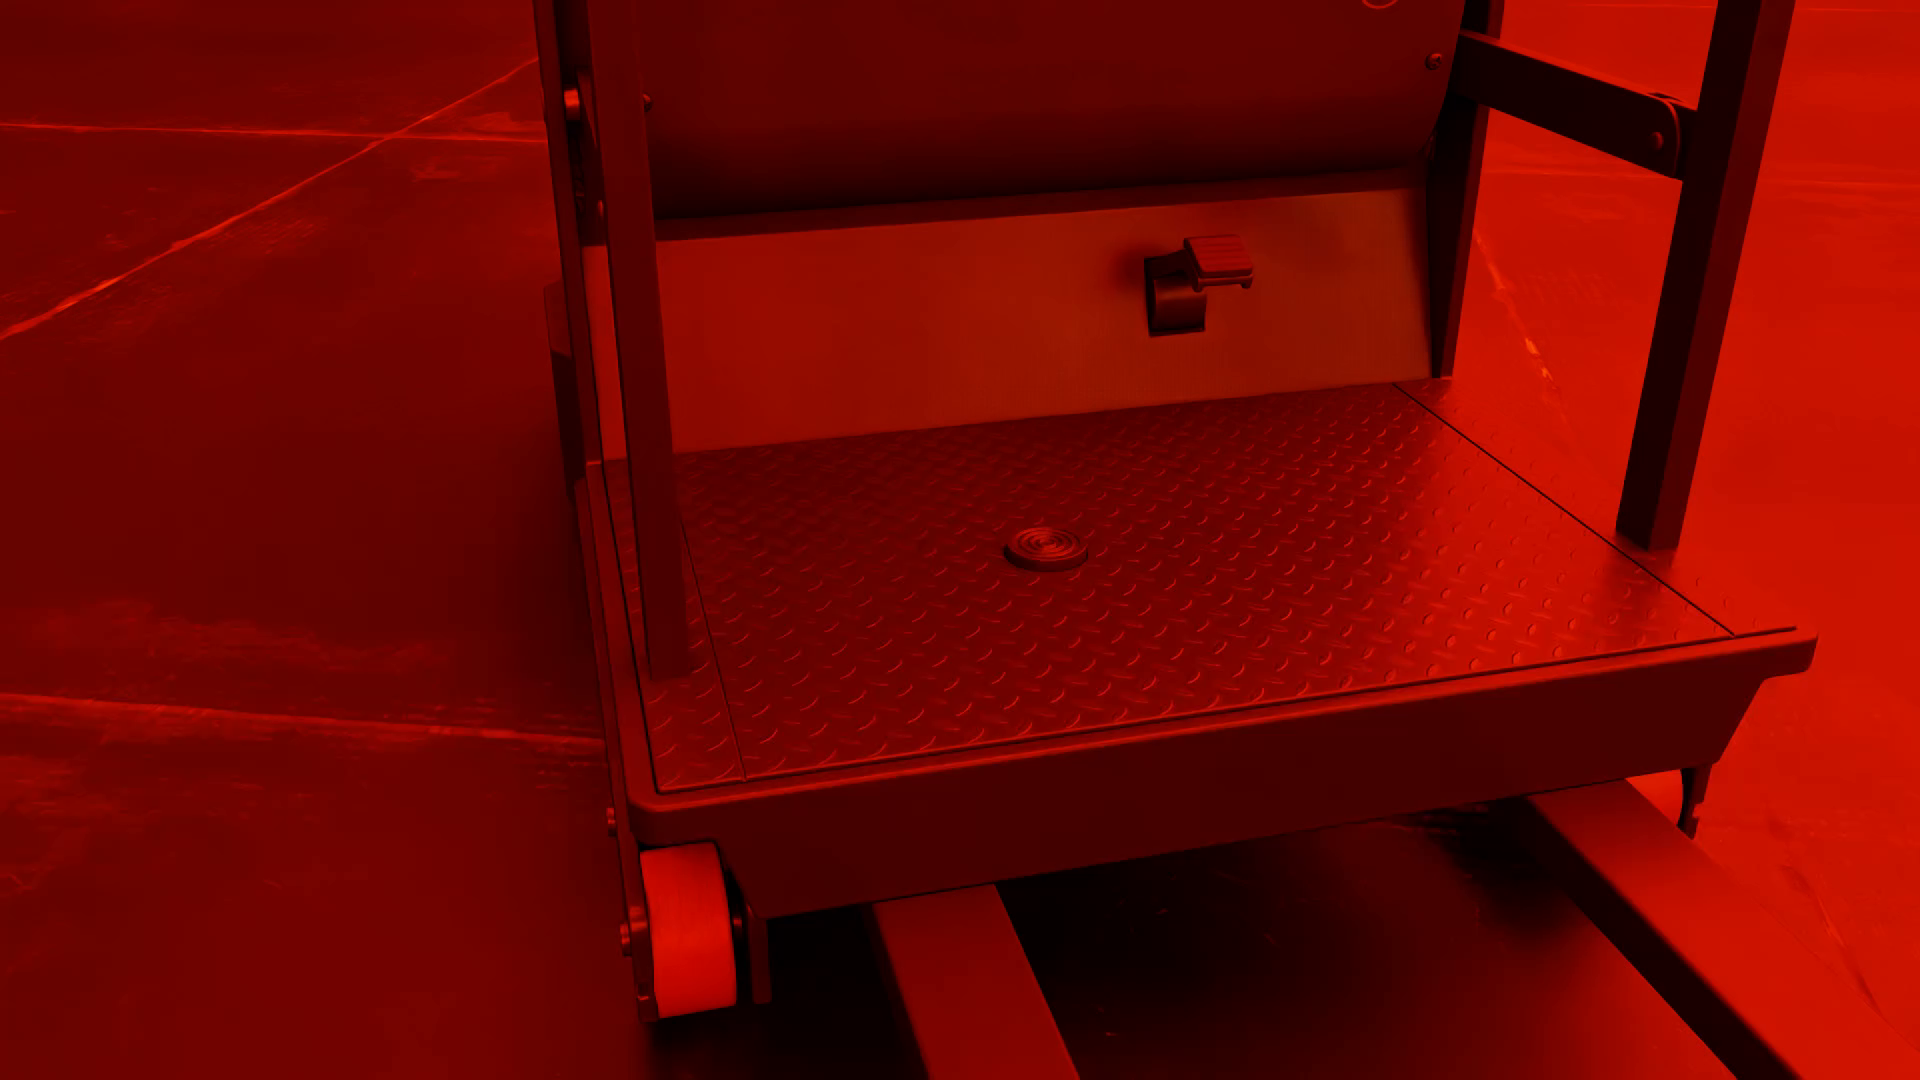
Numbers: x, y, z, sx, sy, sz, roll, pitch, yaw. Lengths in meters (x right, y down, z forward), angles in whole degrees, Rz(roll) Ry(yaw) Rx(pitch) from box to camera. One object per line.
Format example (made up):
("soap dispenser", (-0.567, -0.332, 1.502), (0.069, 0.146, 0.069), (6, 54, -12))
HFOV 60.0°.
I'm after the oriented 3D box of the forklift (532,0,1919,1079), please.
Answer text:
("forklift", (0.153, -1.049, 1.319), (1.130, 2.935, 3.031), (-7, 27, -13))
